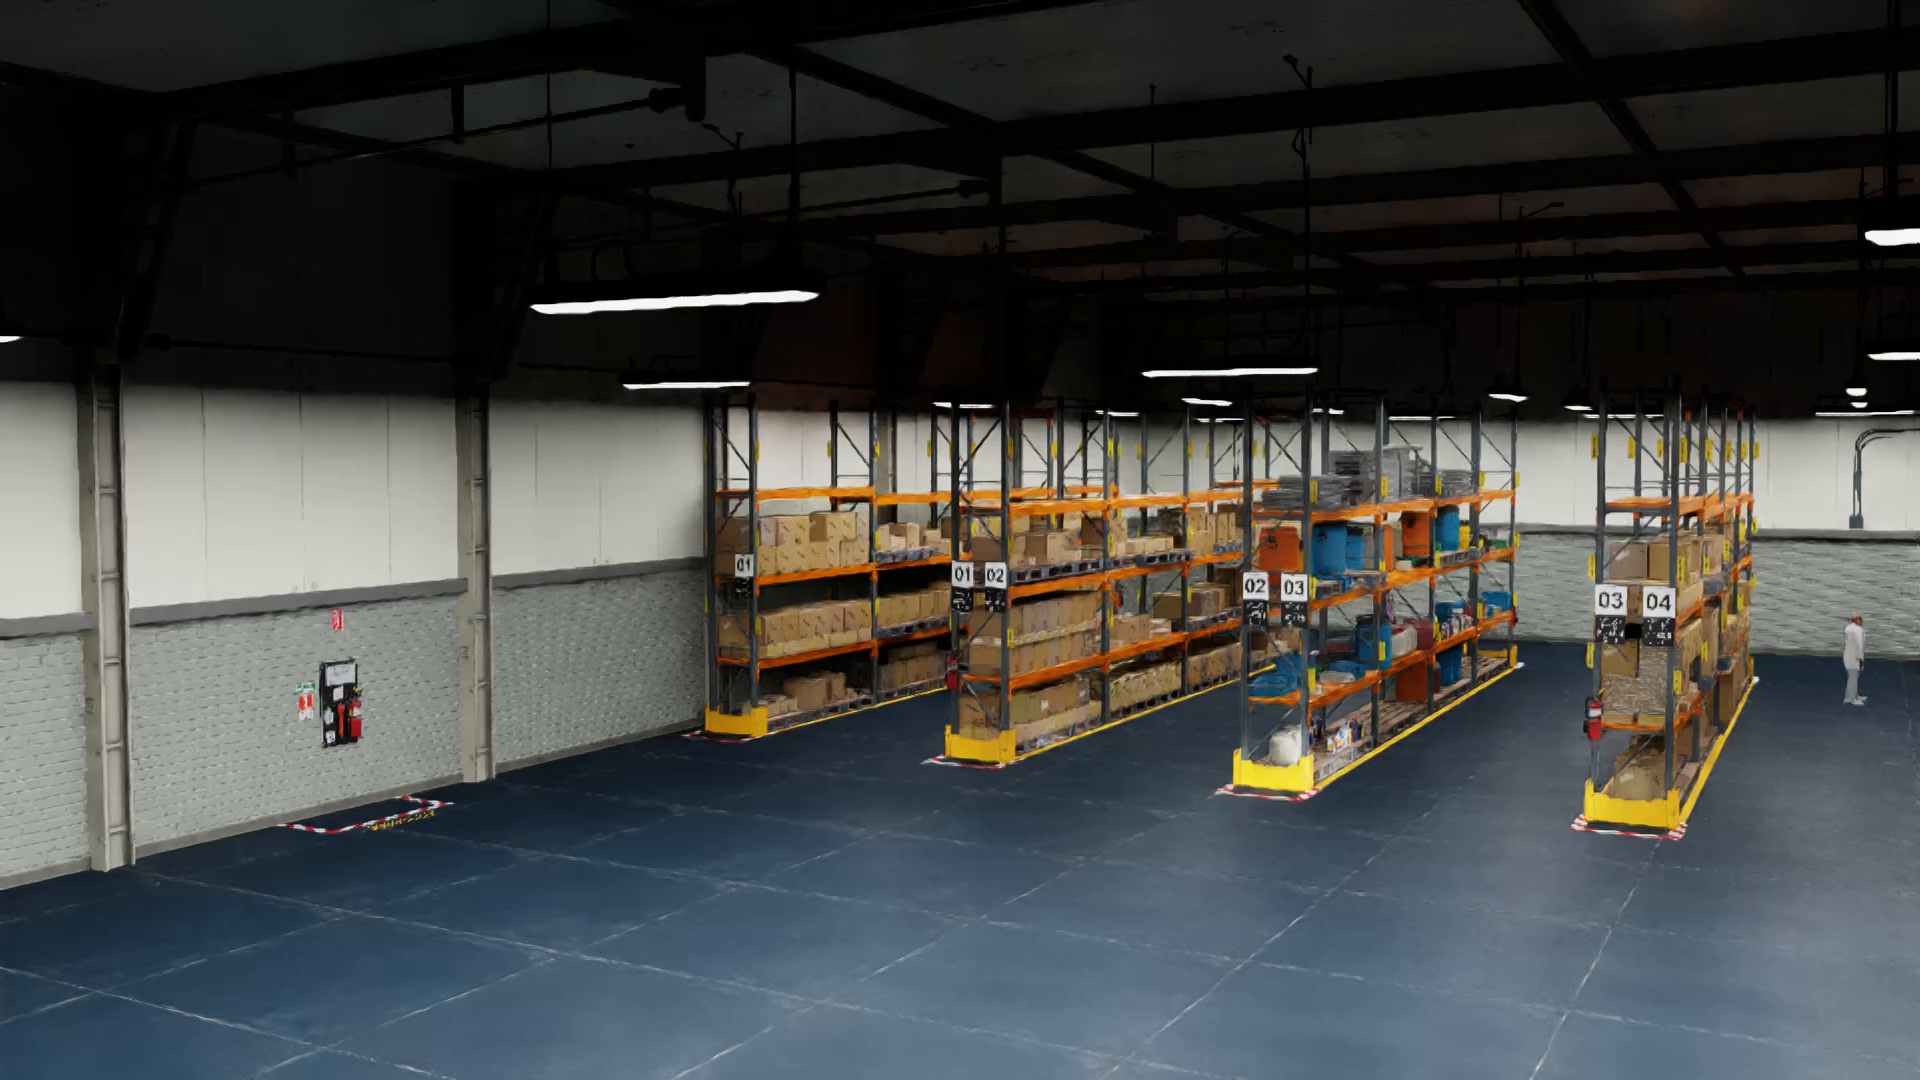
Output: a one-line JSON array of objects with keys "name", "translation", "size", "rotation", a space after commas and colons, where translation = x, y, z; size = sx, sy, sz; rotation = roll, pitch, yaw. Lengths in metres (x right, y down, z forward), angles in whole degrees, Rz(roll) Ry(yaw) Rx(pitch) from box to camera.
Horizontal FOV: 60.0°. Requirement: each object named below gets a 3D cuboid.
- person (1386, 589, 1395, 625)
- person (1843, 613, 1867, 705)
[{"name": "person", "translation": [10.934, 1.938, 42.201], "size": [0.512, 1.587, 0.462], "rotation": [-1, 3, -23]}, {"name": "person", "translation": [17.688, 2.321, 32.782], "size": [0.522, 1.790, 0.652], "rotation": [0, 3, 8]}]
